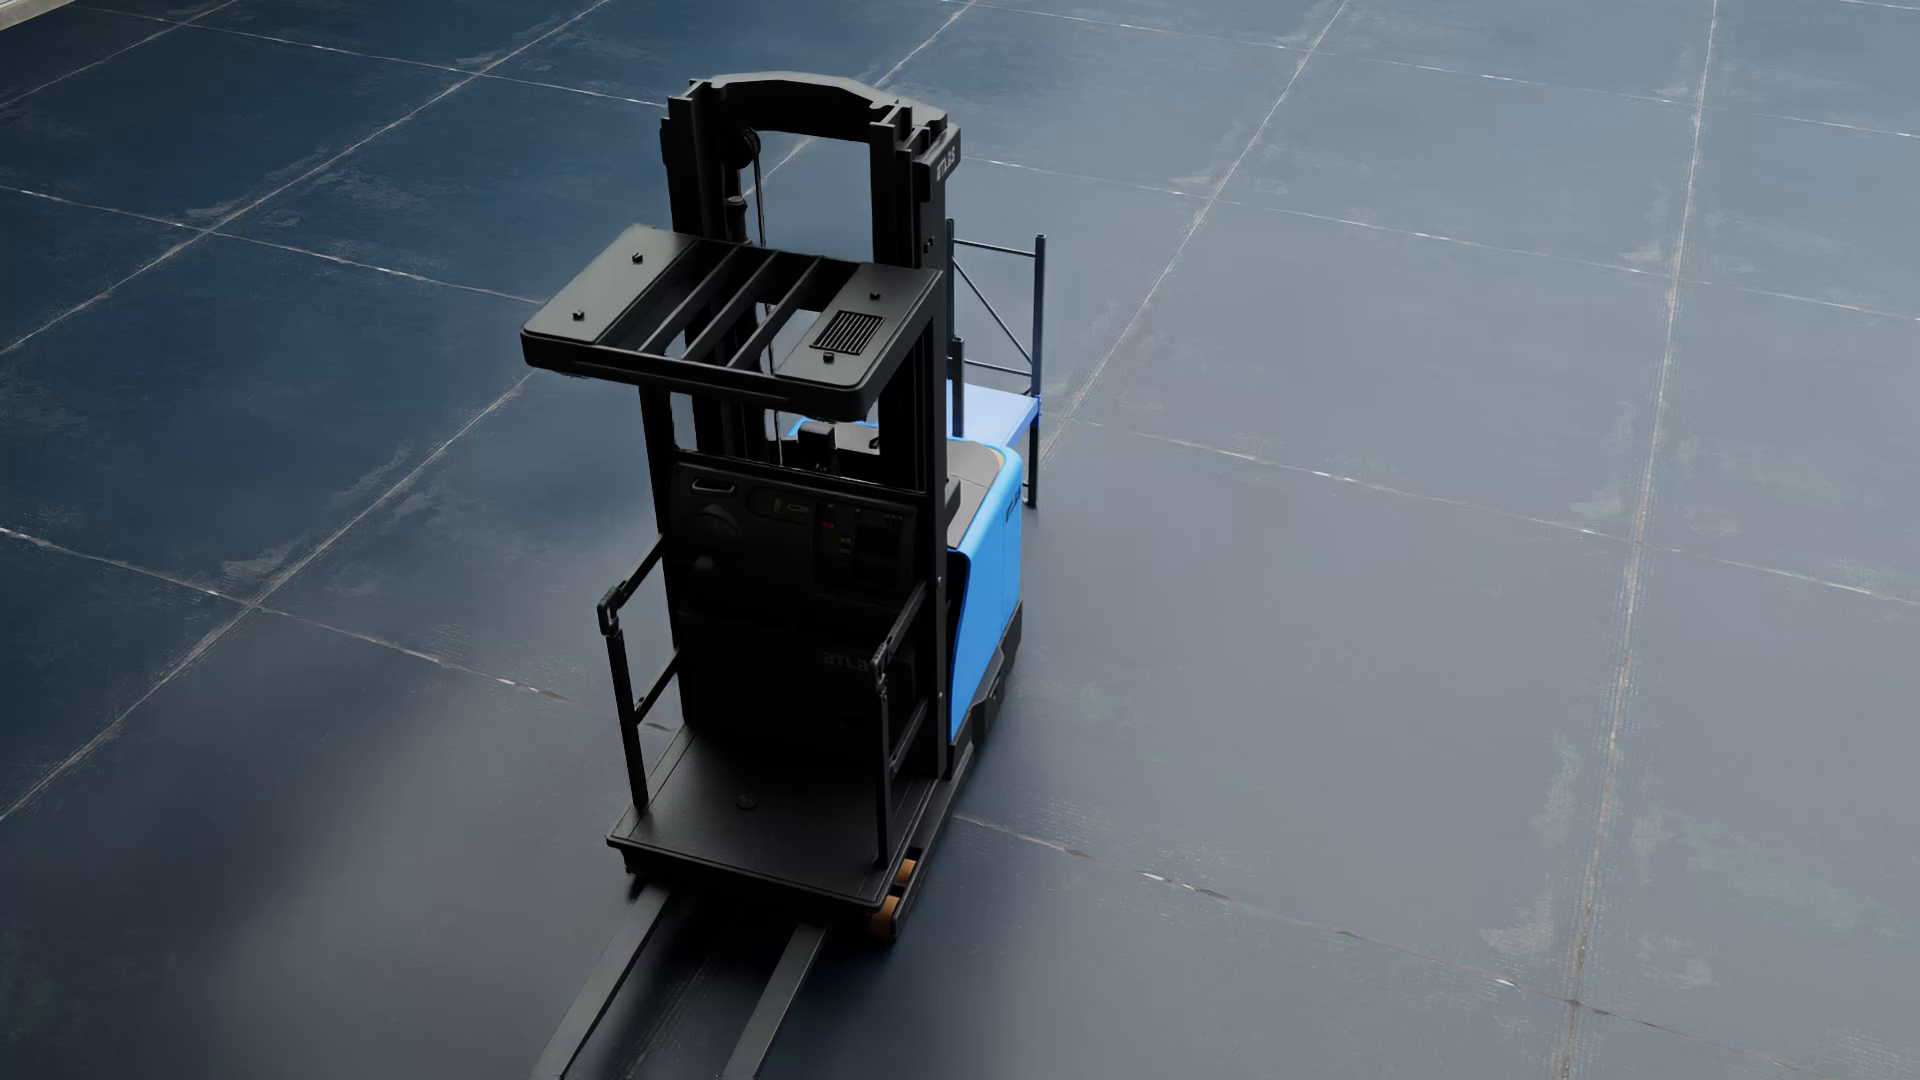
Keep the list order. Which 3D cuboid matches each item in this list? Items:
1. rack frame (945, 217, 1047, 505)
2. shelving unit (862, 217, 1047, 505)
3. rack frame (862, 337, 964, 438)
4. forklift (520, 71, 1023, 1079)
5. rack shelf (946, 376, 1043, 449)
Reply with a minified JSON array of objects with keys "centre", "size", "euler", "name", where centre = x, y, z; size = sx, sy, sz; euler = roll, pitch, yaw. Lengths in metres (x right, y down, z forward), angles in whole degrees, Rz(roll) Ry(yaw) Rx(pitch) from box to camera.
[{"centre":[0.159,-0.841,8.123],"size":[0.500,1.500,0.032],"euler":[13,39,17],"name":"rack frame"},{"centre":[-0.030,-0.559,7.745],"size":[0.538,1.500,1.048],"euler":[13,39,17],"name":"shelving unit"},{"centre":[-0.219,-0.276,7.367],"size":[0.500,1.500,0.032],"euler":[13,39,17],"name":"rack frame"},{"centre":[-0.661,0.049,5.736],"size":[1.130,2.935,3.031],"euler":[11,38,14],"name":"forklift"},{"centre":[-0.030,-0.415,7.852],"size":[0.538,0.185,1.000],"euler":[13,39,17],"name":"rack shelf"}]
